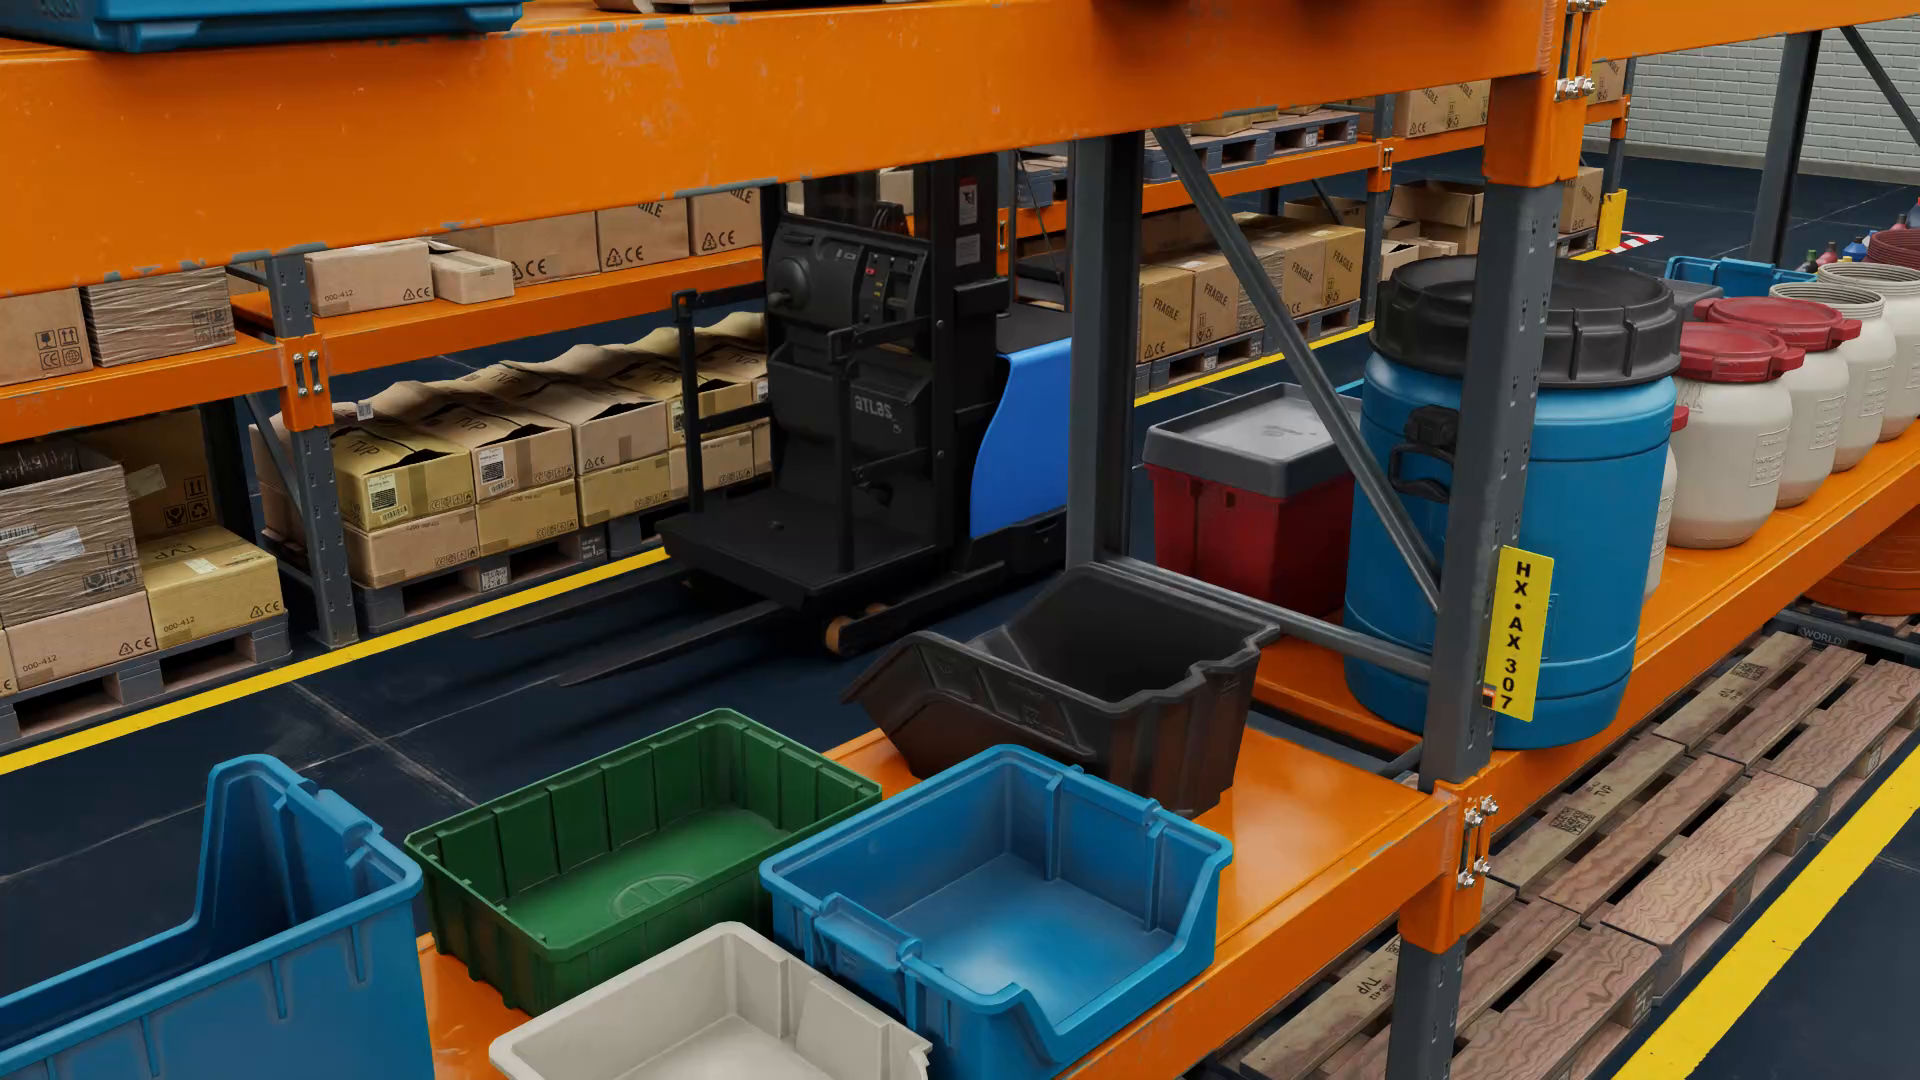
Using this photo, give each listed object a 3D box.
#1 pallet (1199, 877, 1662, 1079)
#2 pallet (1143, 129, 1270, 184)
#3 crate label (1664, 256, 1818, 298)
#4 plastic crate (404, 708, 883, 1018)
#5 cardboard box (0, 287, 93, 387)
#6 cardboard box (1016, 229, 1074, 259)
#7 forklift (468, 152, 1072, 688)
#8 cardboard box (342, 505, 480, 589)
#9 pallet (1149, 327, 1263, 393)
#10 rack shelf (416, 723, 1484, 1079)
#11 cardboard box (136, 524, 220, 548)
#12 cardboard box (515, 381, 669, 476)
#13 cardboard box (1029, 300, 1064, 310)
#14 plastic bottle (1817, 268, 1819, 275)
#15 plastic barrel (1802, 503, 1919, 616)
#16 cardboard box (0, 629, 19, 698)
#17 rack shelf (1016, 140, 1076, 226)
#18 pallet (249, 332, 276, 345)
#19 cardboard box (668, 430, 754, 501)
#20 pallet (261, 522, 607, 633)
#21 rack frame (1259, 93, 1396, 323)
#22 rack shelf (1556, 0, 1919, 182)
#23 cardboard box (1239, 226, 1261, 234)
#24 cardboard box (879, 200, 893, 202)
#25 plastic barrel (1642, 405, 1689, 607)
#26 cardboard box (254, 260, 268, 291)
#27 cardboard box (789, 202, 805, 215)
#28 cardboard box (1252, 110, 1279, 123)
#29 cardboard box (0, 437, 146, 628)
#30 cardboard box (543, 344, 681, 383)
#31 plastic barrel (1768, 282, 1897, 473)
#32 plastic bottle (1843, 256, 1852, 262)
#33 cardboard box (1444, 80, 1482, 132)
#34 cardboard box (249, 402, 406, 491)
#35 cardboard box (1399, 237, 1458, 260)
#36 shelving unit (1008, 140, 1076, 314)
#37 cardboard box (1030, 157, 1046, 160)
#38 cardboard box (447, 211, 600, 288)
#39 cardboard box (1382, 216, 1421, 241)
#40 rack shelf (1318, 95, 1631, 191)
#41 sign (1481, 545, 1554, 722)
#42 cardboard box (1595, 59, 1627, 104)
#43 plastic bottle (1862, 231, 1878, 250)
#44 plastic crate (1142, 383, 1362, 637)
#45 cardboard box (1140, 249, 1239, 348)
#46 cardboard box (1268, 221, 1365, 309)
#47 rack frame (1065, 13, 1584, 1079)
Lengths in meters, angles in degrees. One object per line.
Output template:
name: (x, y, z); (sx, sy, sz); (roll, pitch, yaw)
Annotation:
pallet: (1.157, 1.252, 4.523); (1.003, 0.211, 1.213); (19, 28, 41)
pallet: (1.234, -2.518, 10.713); (1.003, 0.211, 1.213); (19, 28, 41)
crate label: (2.540, -0.695, 5.652); (0.502, 0.435, 0.616); (19, 28, 41)
plastic crate: (-0.512, 0.539, 2.786); (0.450, 0.188, 0.662); (19, 28, 41)
cardboard box: (-3.578, -0.872, 6.024); (0.700, 0.500, 0.500); (19, 28, 40)
cardboard box: (0.401, -1.810, 10.429); (0.500, 0.250, 0.500); (-19, 28, -40)
forklift: (-0.628, -1.096, 6.841); (1.130, 2.935, 3.031); (19, 28, 41)
cardboard box: (-2.451, -0.033, 7.226); (0.500, 0.250, 0.500); (18, 28, 39)
pallet: (1.280, -1.300, 11.162); (1.003, 0.211, 1.213); (19, 28, 41)
rack shelf: (-0.758, 1.012, 2.264); (1.077, 0.370, 4.000); (19, 28, 41)
cardboard box: (-3.450, 0.052, 7.005); (0.500, 0.250, 0.500); (19, 28, 41)
cardboard box: (-1.730, -0.558, 7.810); (0.500, 0.311, 0.500); (18, 27, 39)
cardboard box: (0.403, -1.191, 9.863); (0.500, 0.500, 0.500); (-19, 28, -40)
plastic bottle: (3.497, -1.009, 6.796); (0.097, 0.201, 0.097); (0, 21, 0)
plastic barrel: (3.756, -0.179, 6.799); (0.600, 0.830, 0.708); (19, 28, 41)
cardboard box: (-3.771, 0.441, 5.994); (0.500, 0.250, 0.500); (19, 28, 41)
rack shelf: (0.555, -1.824, 7.980); (0.431, 0.518, 0.480); (19, 28, 41)
pallet: (-5.068, -1.532, 11.765); (1.003, 0.211, 1.213); (19, 28, 41)
cardboard box: (-1.378, -0.428, 8.255); (0.500, 0.250, 0.500); (-20, 28, -41)
pallet: (-2.424, 0.024, 7.718); (1.003, 0.211, 1.213); (19, 28, 41)
rack frame: (2.671, -3.135, 12.050); (1.000, 3.000, 0.127); (19, 28, 41)
rack shelf: (2.032, -1.416, 4.401); (1.077, 0.370, 4.000); (19, 28, 41)
cardboard box: (1.795, -1.970, 11.891); (0.500, 0.500, 0.500); (-20, 28, -41)
cardboard box: (-0.549, -1.689, 8.639); (0.380, 0.149, 0.250); (19, 28, 41)
plastic barrel: (1.461, -0.092, 3.945); (0.433, 0.535, 0.433); (0, 21, 0)
cardboard box: (-4.905, -1.948, 11.833); (0.700, 0.500, 0.500); (19, 28, 40)
cardboard box: (-0.968, -1.648, 8.531); (0.250, 0.149, 0.380); (-18, 27, -38)
cardboard box: (1.746, -3.119, 11.285); (0.500, 0.500, 0.700); (-15, 26, -34)
cardboard box: (-3.434, -0.042, 6.204); (0.500, 0.500, 0.500); (19, 28, 41)
cardboard box: (-1.771, -0.820, 8.493); (0.500, 0.311, 0.500); (19, 28, 40)
plastic barrel: (2.569, -0.492, 5.018); (0.421, 0.512, 0.421); (0, 21, 0)
plastic bottle: (3.726, -1.094, 7.016); (0.097, 0.201, 0.097); (0, 21, 0)
cardboard box: (3.577, -3.377, 12.540); (0.500, 0.500, 0.500); (-20, 28, -41)
cardboard box: (-2.832, -0.429, 7.475); (0.500, 0.311, 0.500); (19, 28, 41)
cardboard box: (3.715, -2.297, 13.205); (0.380, 0.166, 0.250); (19, 28, 41)
shelving unit: (0.555, -1.183, 8.226); (0.431, 2.100, 0.503); (19, 28, 41)
cardboard box: (0.239, -2.540, 9.776); (0.700, 0.500, 0.500); (9, 23, 23)
cardboard box: (-1.995, -1.454, 7.537); (0.500, 0.500, 0.500); (-18, 27, -38)
cardboard box: (3.389, -2.496, 13.521); (0.500, 0.311, 0.500); (19, 28, 41)
rack shelf: (4.066, -3.313, 13.517); (1.077, 0.370, 4.000); (19, 28, 41)
sign: (1.023, 0.173, 3.057); (0.100, 0.325, 0.005); (19, 28, 41)
cardboard box: (5.344, -4.027, 14.231); (0.500, 0.500, 0.500); (-19, 28, -40)
plastic bottle: (3.930, -1.201, 7.199); (0.097, 0.271, 0.097); (0, 21, 0)
plastic crate: (0.755, -0.069, 3.984); (0.402, 0.464, 0.583); (19, 28, 41)
cardboard box: (1.478, -1.590, 10.901); (0.500, 0.500, 0.500); (18, 27, 39)
cardboard box: (2.532, -1.975, 11.903); (0.500, 0.500, 0.500); (19, 28, 40)
rack frame: (0.637, 0.162, 3.472); (1.000, 3.000, 0.127); (19, 28, 41)
